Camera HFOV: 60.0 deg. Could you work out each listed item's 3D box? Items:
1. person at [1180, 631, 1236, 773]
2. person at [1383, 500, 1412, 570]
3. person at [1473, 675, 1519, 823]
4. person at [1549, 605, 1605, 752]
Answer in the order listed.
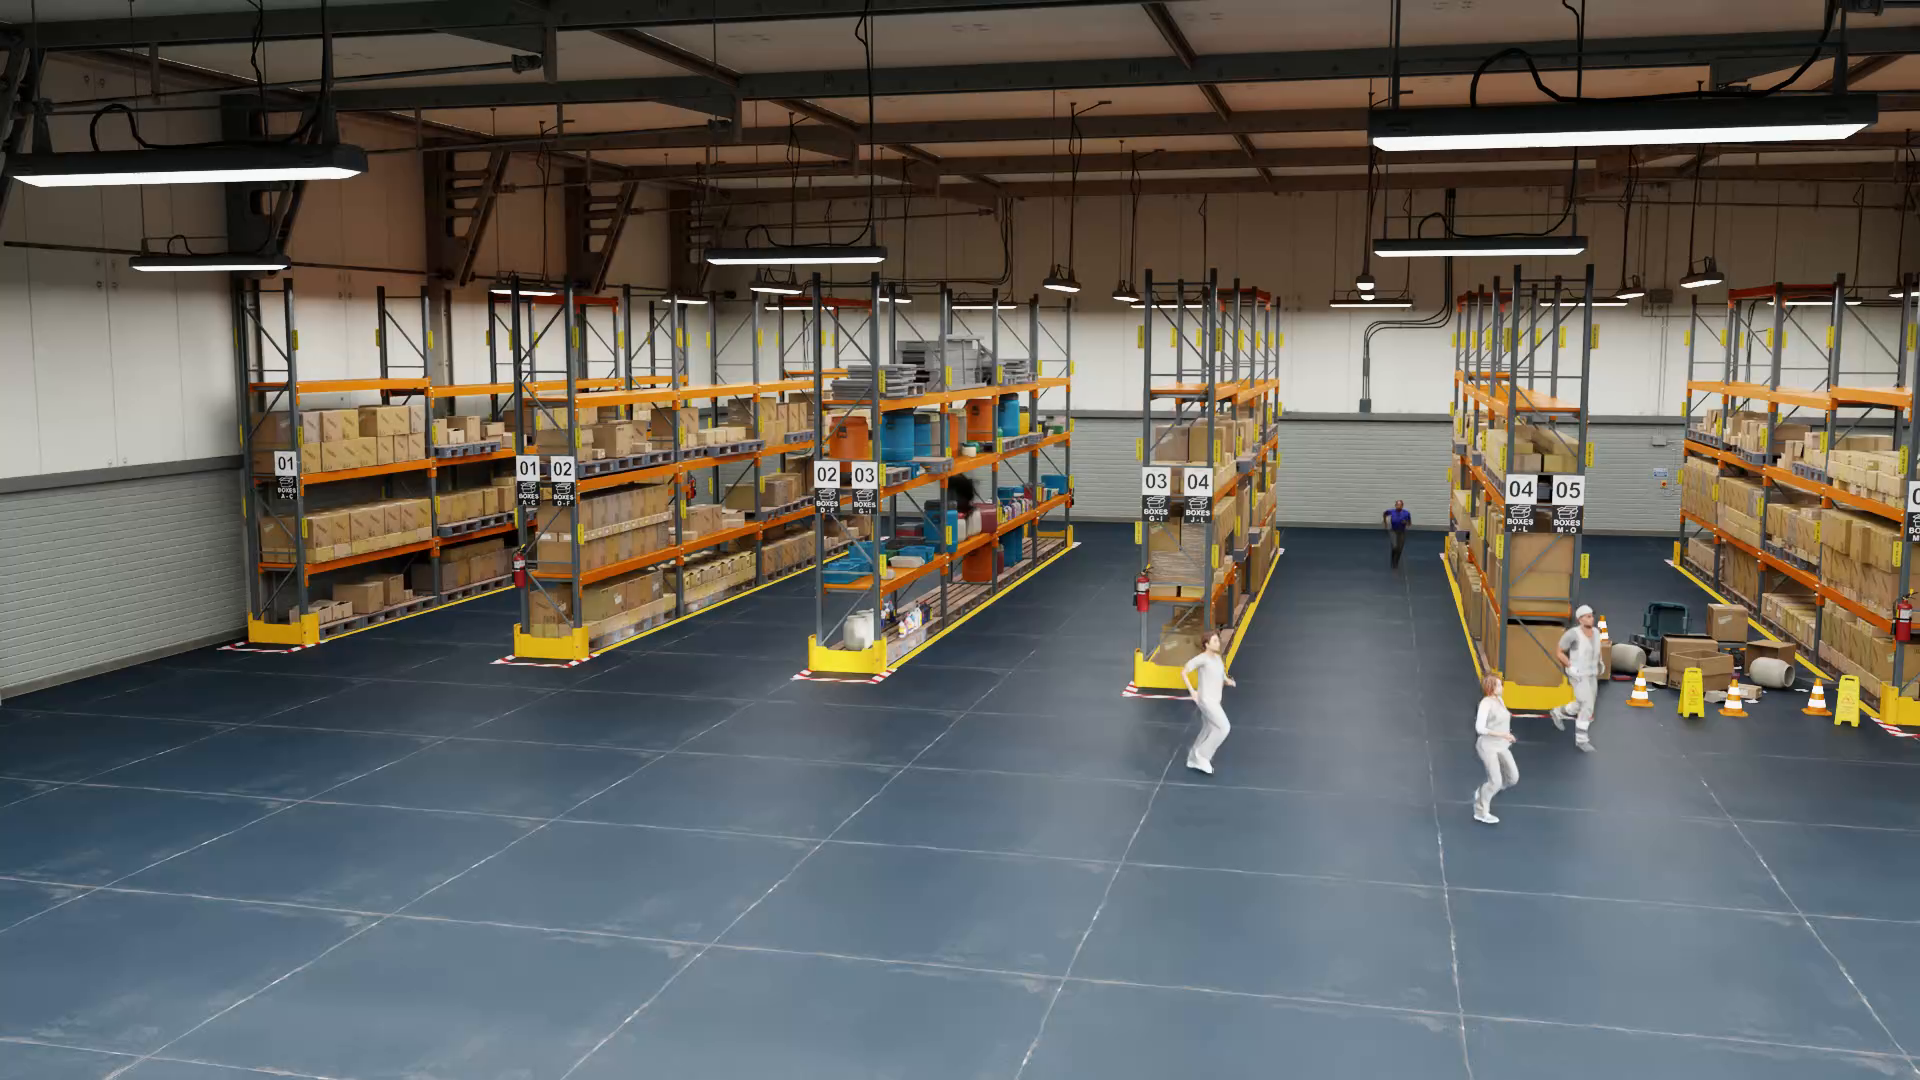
[{"bbox_3d":[2.908,1.870,19.227,0.613,1.639,0.552,5,8,36],"label":"person"},{"bbox_3d":[9.435,-0.096,35.907,0.564,1.562,0.845,1,7,6],"label":"person"},{"bbox_3d":[5.562,2.169,17.208,0.526,1.556,0.536,-6,9,-43],"label":"person"},{"bbox_3d":[7.631,1.674,20.581,0.660,1.788,0.761,-3,8,-26],"label":"person"}]
